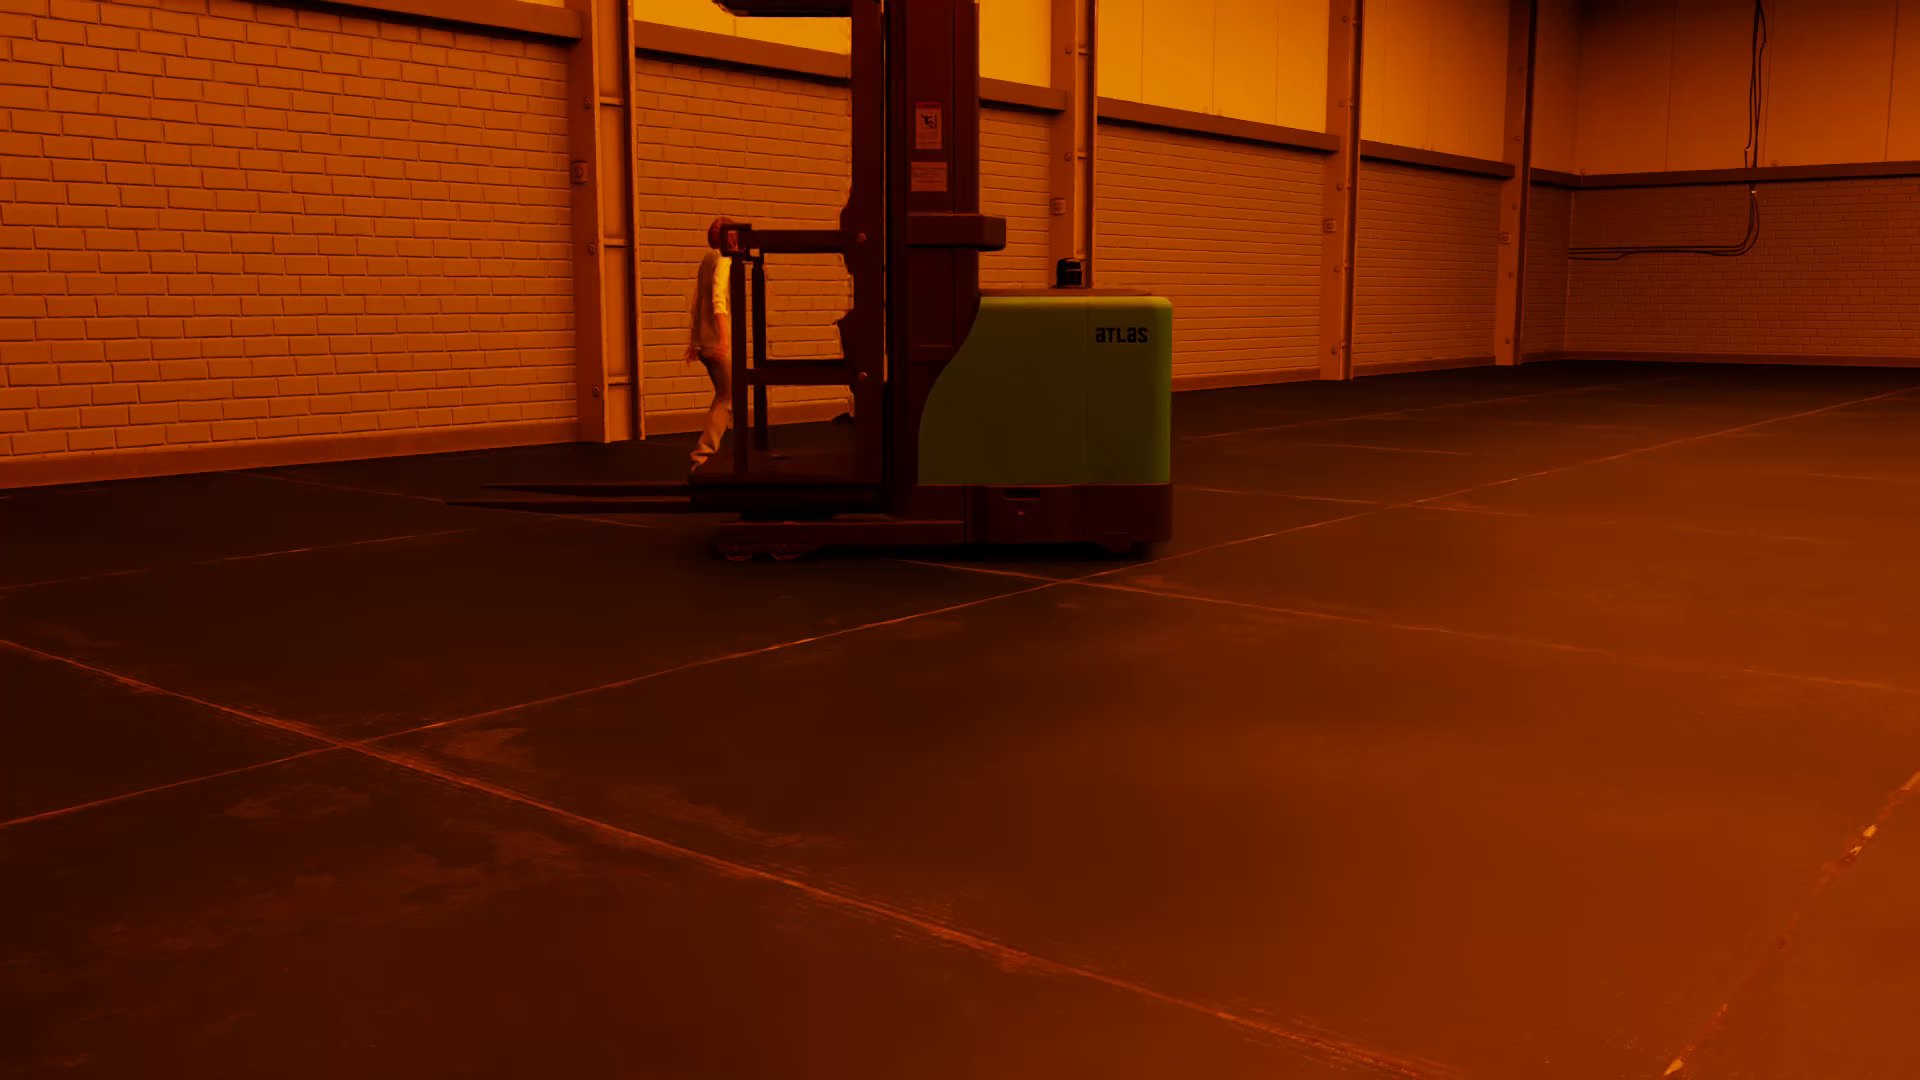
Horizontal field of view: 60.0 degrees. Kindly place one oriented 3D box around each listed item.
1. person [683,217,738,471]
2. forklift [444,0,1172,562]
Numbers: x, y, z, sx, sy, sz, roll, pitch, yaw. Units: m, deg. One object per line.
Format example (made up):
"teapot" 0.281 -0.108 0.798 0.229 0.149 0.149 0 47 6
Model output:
"person" -1.493 -1.173 10.130 0.402 1.568 0.731 -4 9 -23
"forklift" -0.645 -1.440 7.120 3.031 2.935 1.130 0 8 -2
